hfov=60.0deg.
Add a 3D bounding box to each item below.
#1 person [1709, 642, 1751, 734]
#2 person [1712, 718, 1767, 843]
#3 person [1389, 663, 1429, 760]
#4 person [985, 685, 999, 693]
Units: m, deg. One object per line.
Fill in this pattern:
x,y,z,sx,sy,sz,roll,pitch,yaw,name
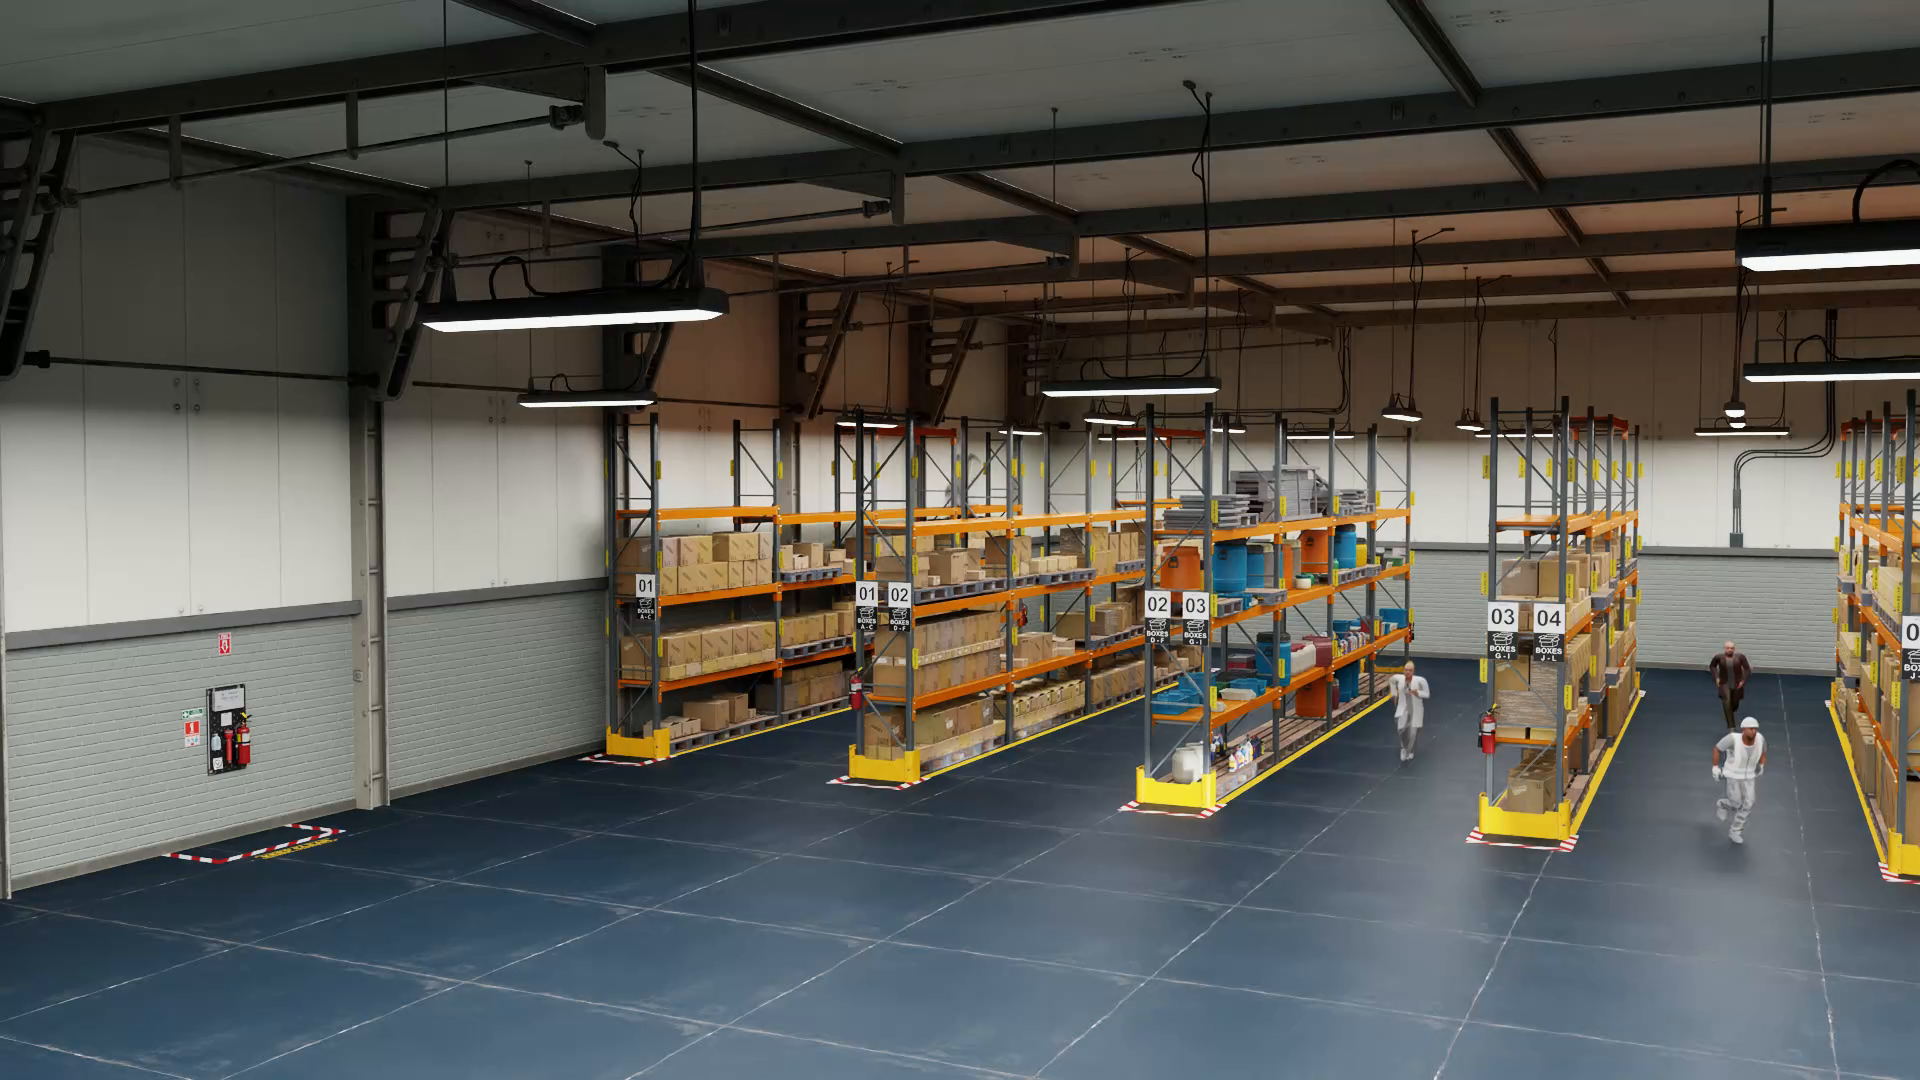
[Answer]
14.703,2.814,31.777,0.712,1.777,1.073,1,3,20,person
10.548,3.219,22.522,0.678,1.709,0.806,0,2,-7,person
7.654,2.935,28.359,0.690,1.706,0.949,1,3,19,person
0.587,2.826,34.287,0.641,1.486,0.749,0,2,7,person
